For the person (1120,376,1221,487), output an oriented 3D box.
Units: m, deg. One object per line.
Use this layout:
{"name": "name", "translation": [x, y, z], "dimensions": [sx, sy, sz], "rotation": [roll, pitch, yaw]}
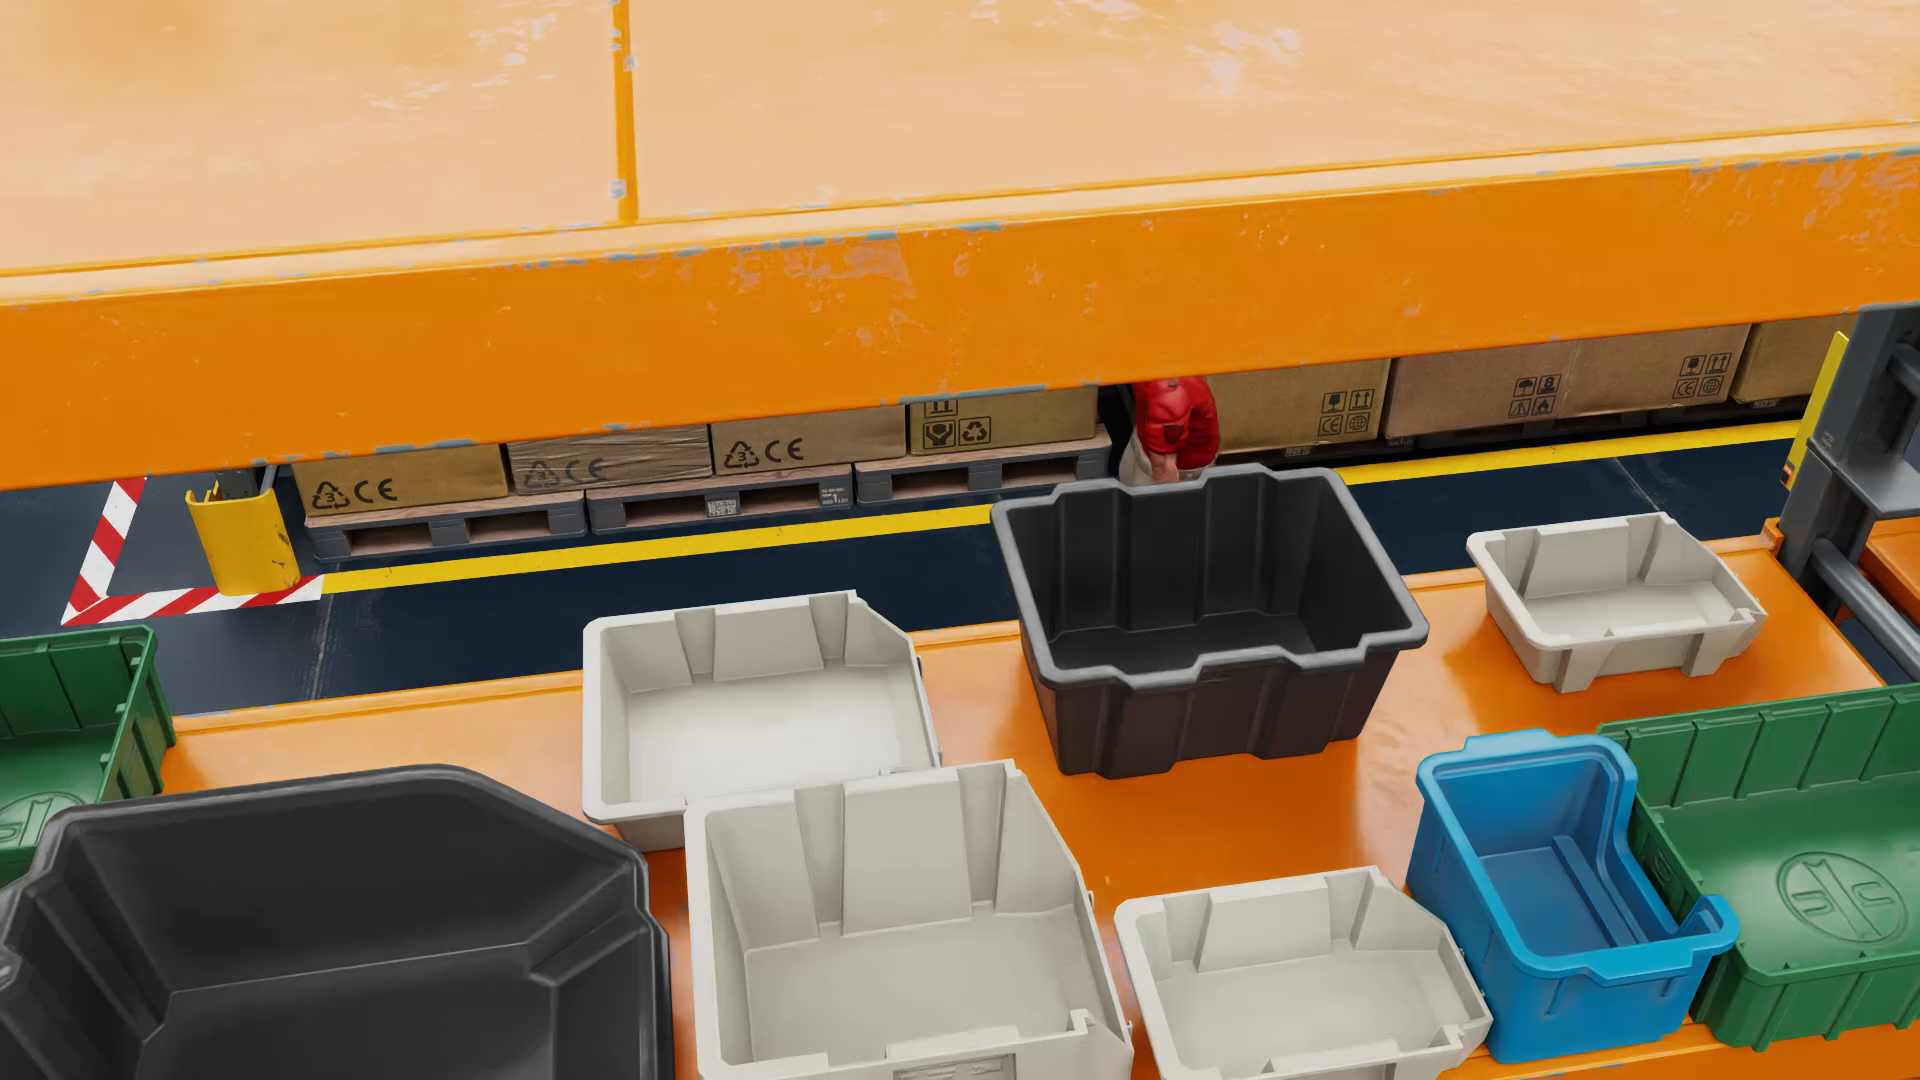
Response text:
{"name": "person", "translation": [0.892, -0.221, 6.451], "dimensions": [0.514, 1.751, 0.574], "rotation": [-6, 39, -8]}
